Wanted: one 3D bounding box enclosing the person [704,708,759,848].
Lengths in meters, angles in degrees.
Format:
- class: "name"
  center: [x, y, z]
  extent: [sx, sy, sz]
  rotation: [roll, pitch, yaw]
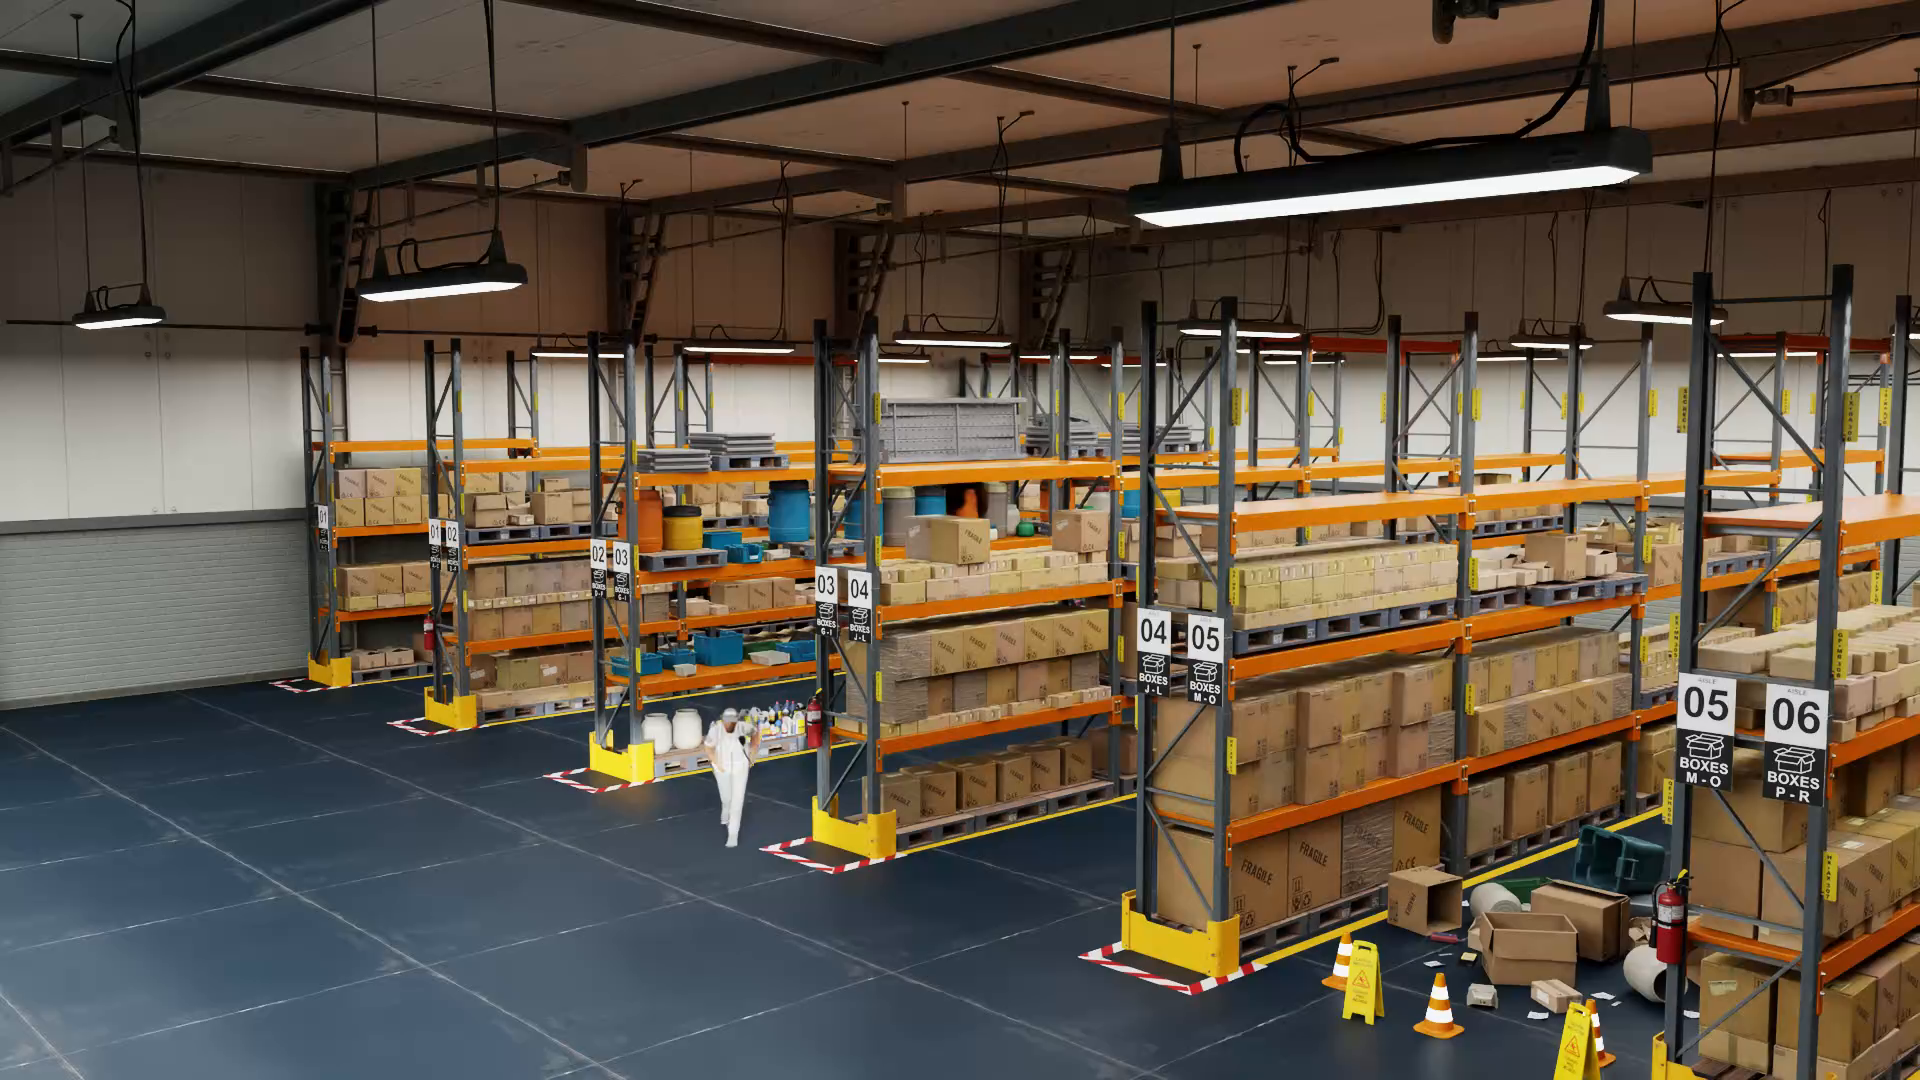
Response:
- class: "person"
  center: [-2.658, 2.698, 19.355]
  extent: [0.640, 1.627, 1.016]
  rotation: [-1, 5, -12]
